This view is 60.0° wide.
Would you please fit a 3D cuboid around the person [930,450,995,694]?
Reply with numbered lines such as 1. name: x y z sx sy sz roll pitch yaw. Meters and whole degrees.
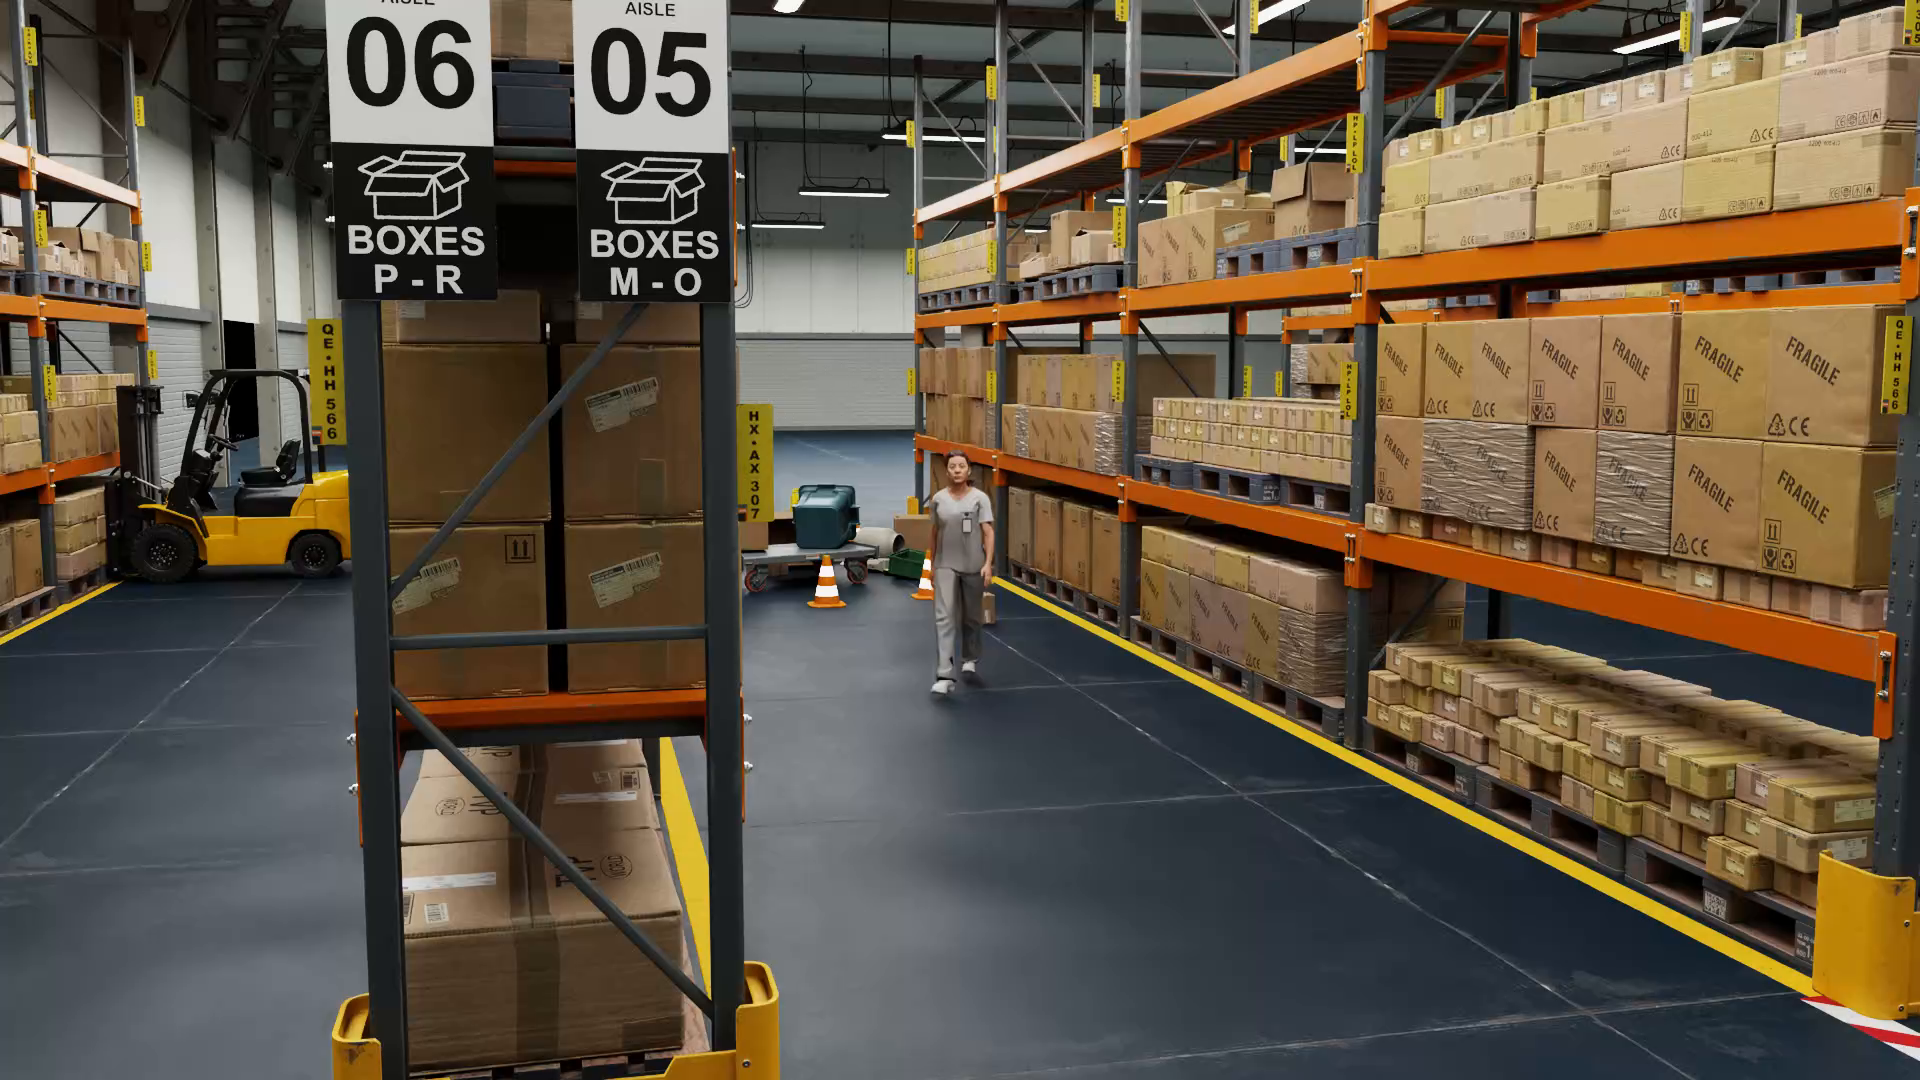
1. person: 0.005 0.196 11.351 0.464 1.615 1.022 1 6 5
